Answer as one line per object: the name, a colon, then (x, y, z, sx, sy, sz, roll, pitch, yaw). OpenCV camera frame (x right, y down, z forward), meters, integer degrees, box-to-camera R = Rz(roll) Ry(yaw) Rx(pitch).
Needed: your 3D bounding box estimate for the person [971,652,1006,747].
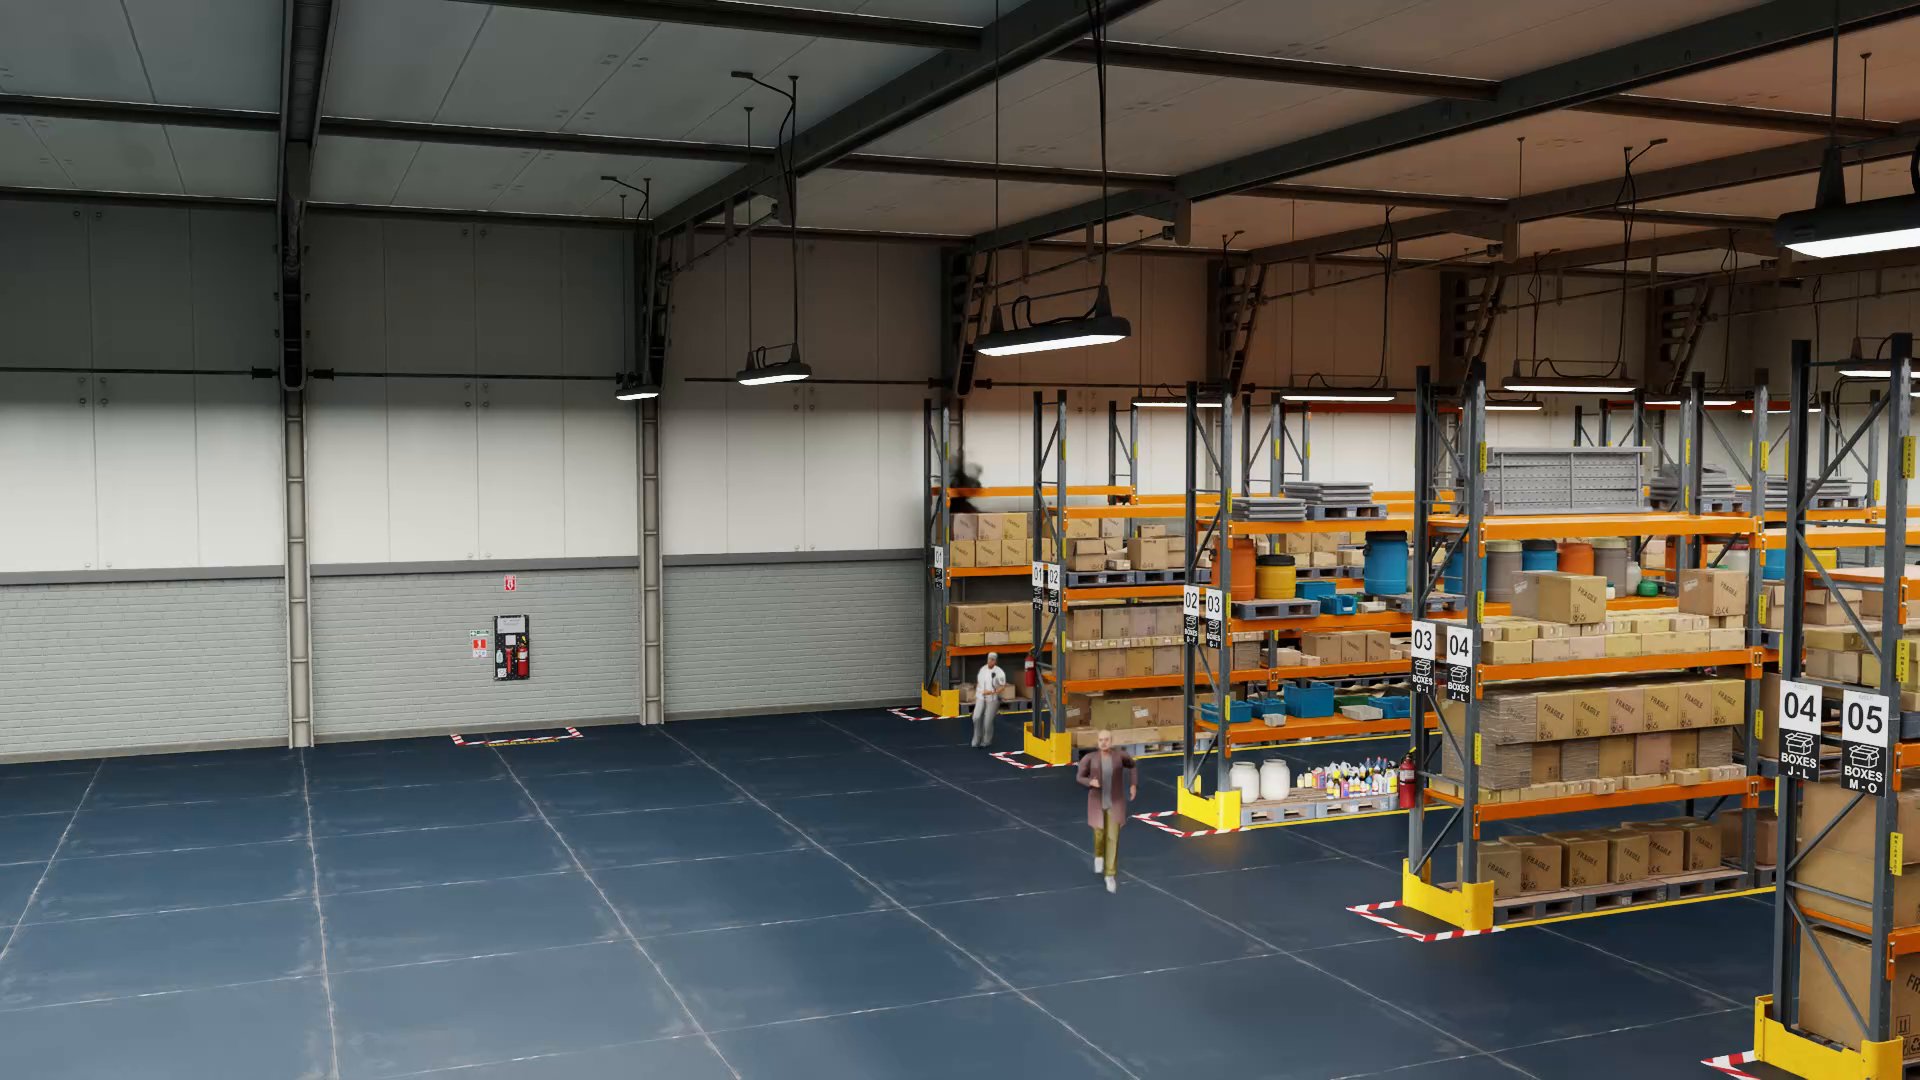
person: (0.480, 2.694, 27.960, 0.591, 1.620, 0.610, 1, 4, 21)

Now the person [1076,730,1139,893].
person: (1.718, 3.113, 19.456, 0.730, 1.761, 1.109, 1, 3, 8)
